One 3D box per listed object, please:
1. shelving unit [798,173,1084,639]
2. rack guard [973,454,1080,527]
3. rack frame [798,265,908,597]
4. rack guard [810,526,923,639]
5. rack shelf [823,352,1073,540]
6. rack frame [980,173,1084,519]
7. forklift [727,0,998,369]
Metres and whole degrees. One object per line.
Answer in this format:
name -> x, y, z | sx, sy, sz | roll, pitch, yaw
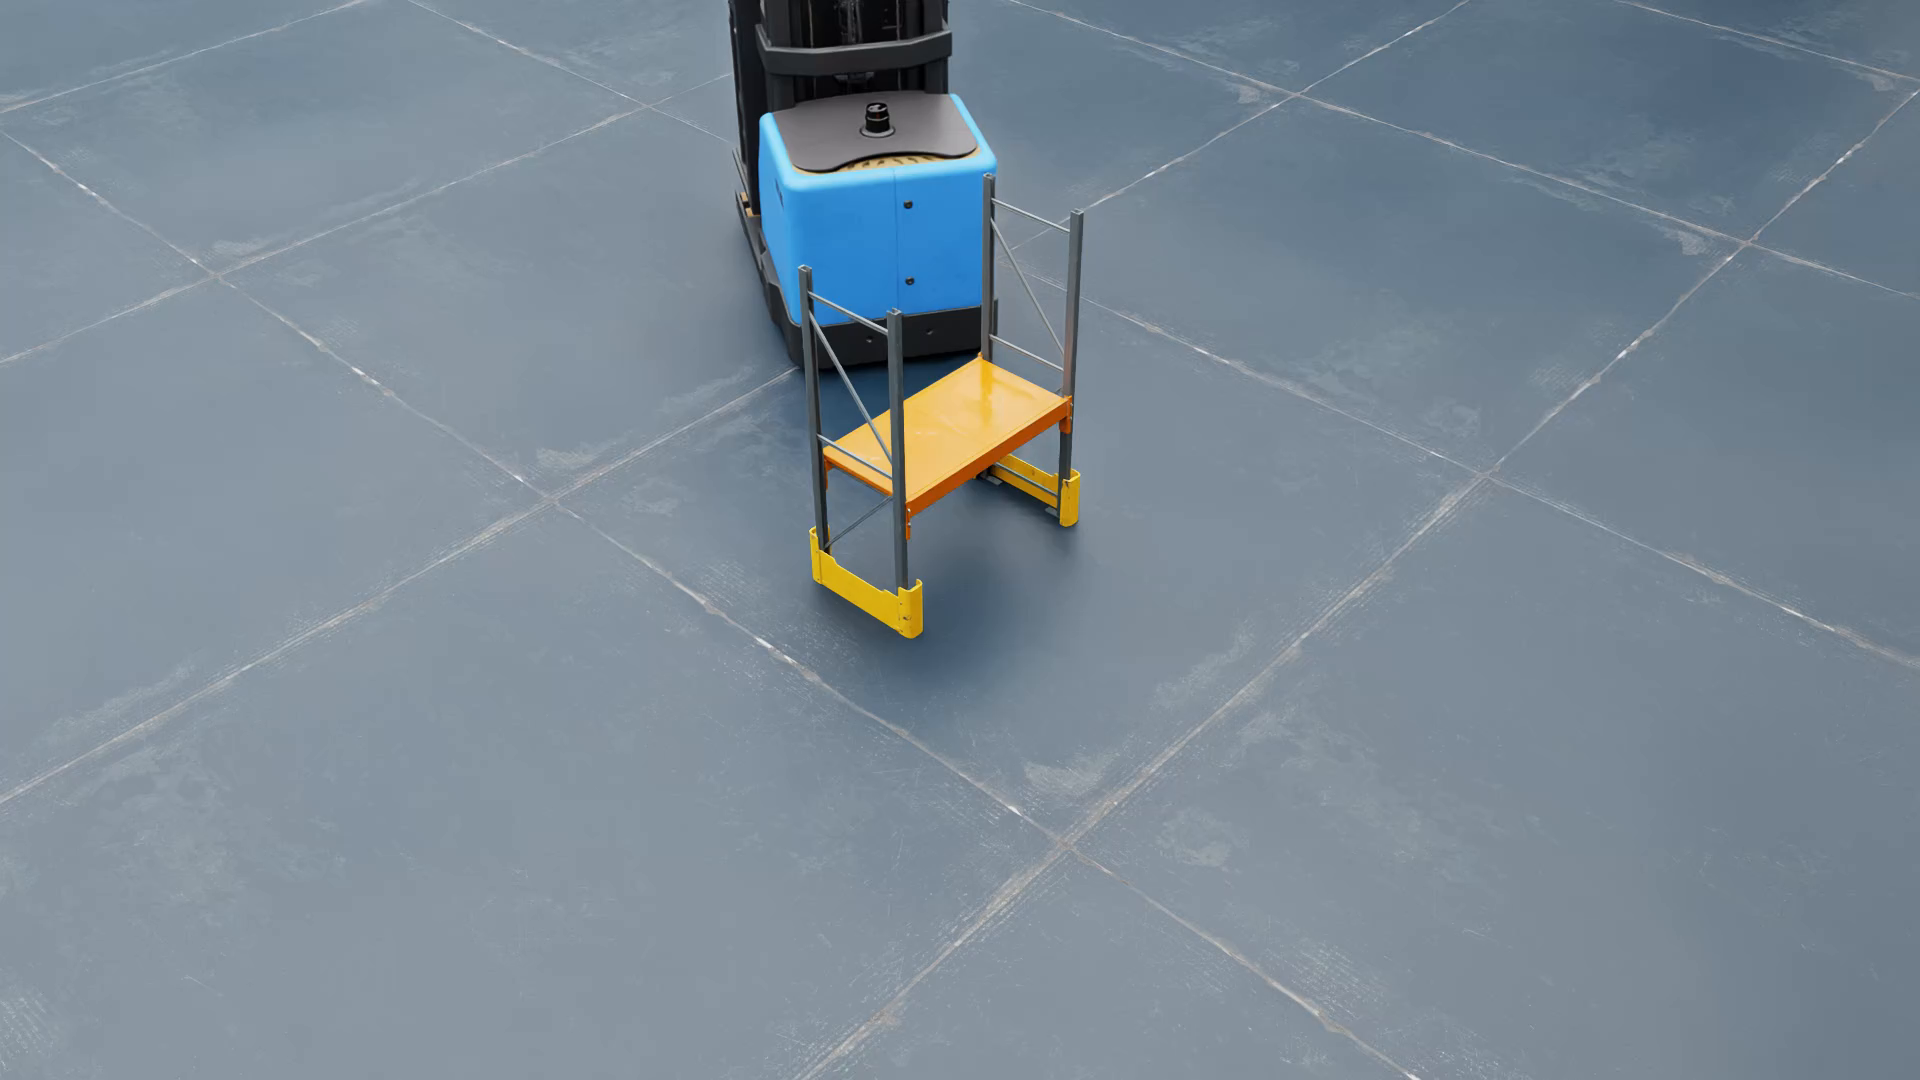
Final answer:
shelving unit -> -0.051, -0.552, 6.739 | 0.587, 1.500, 1.083 | 30, 47, 32
rack guard -> 0.285, -0.292, 7.416 | 0.587, 0.250, 0.087 | 30, 47, 32
rack frame -> -0.401, -0.314, 6.440 | 0.500, 1.500, 0.032 | 30, 47, 32
rack guard -> -0.387, 0.166, 6.840 | 0.587, 0.250, 0.087 | 30, 47, 32
rack shelf -> -0.058, -0.407, 6.846 | 0.538, 0.185, 1.000 | 30, 47, 32
rack frame -> 0.285, -0.781, 7.028 | 0.500, 1.500, 0.032 | 30, 47, 32
forklift -> -0.662, -2.908, 8.552 | 1.130, 2.935, 3.031 | -9, 39, -11
